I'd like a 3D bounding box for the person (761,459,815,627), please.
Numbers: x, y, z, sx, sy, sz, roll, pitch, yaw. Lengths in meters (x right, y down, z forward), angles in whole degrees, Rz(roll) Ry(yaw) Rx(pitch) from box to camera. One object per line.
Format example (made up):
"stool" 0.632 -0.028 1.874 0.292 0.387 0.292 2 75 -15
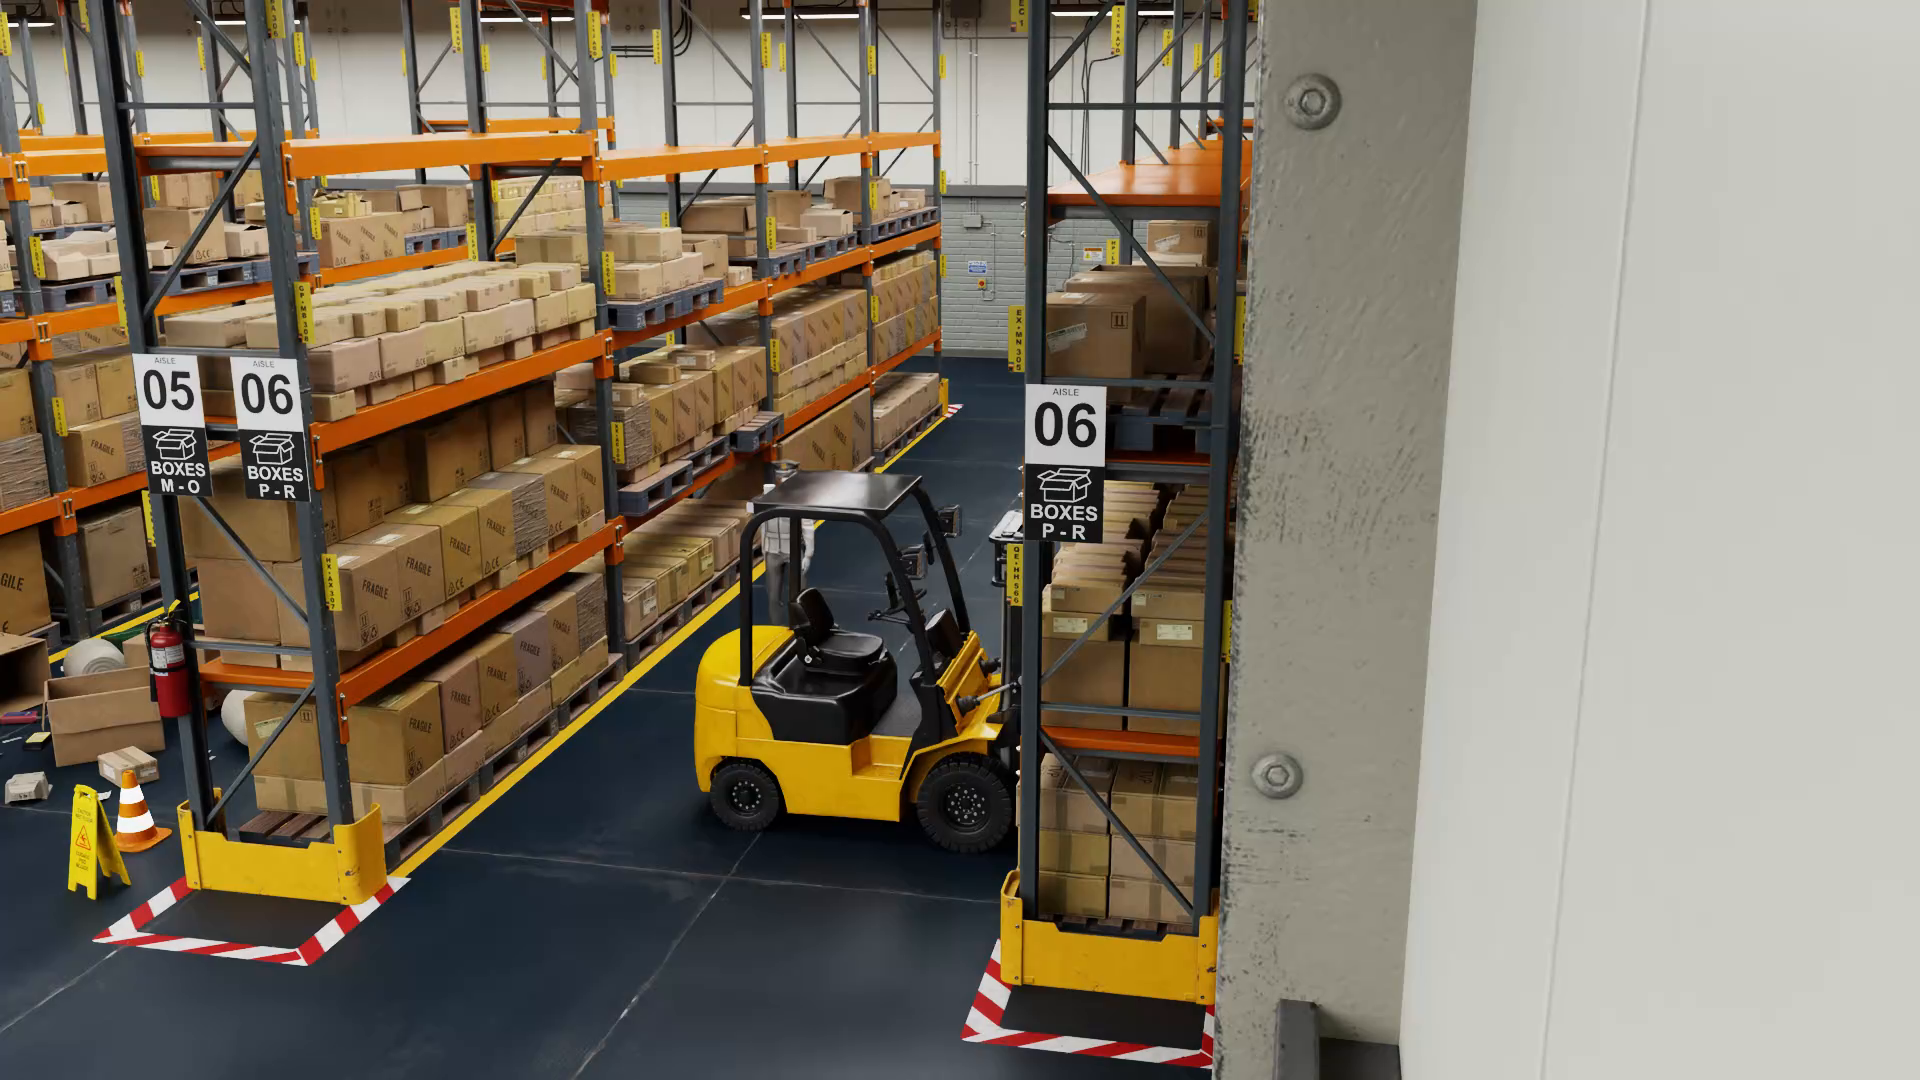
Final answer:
"person" -1.456 0.136 14.007 0.468 1.663 0.329 3 15 12
